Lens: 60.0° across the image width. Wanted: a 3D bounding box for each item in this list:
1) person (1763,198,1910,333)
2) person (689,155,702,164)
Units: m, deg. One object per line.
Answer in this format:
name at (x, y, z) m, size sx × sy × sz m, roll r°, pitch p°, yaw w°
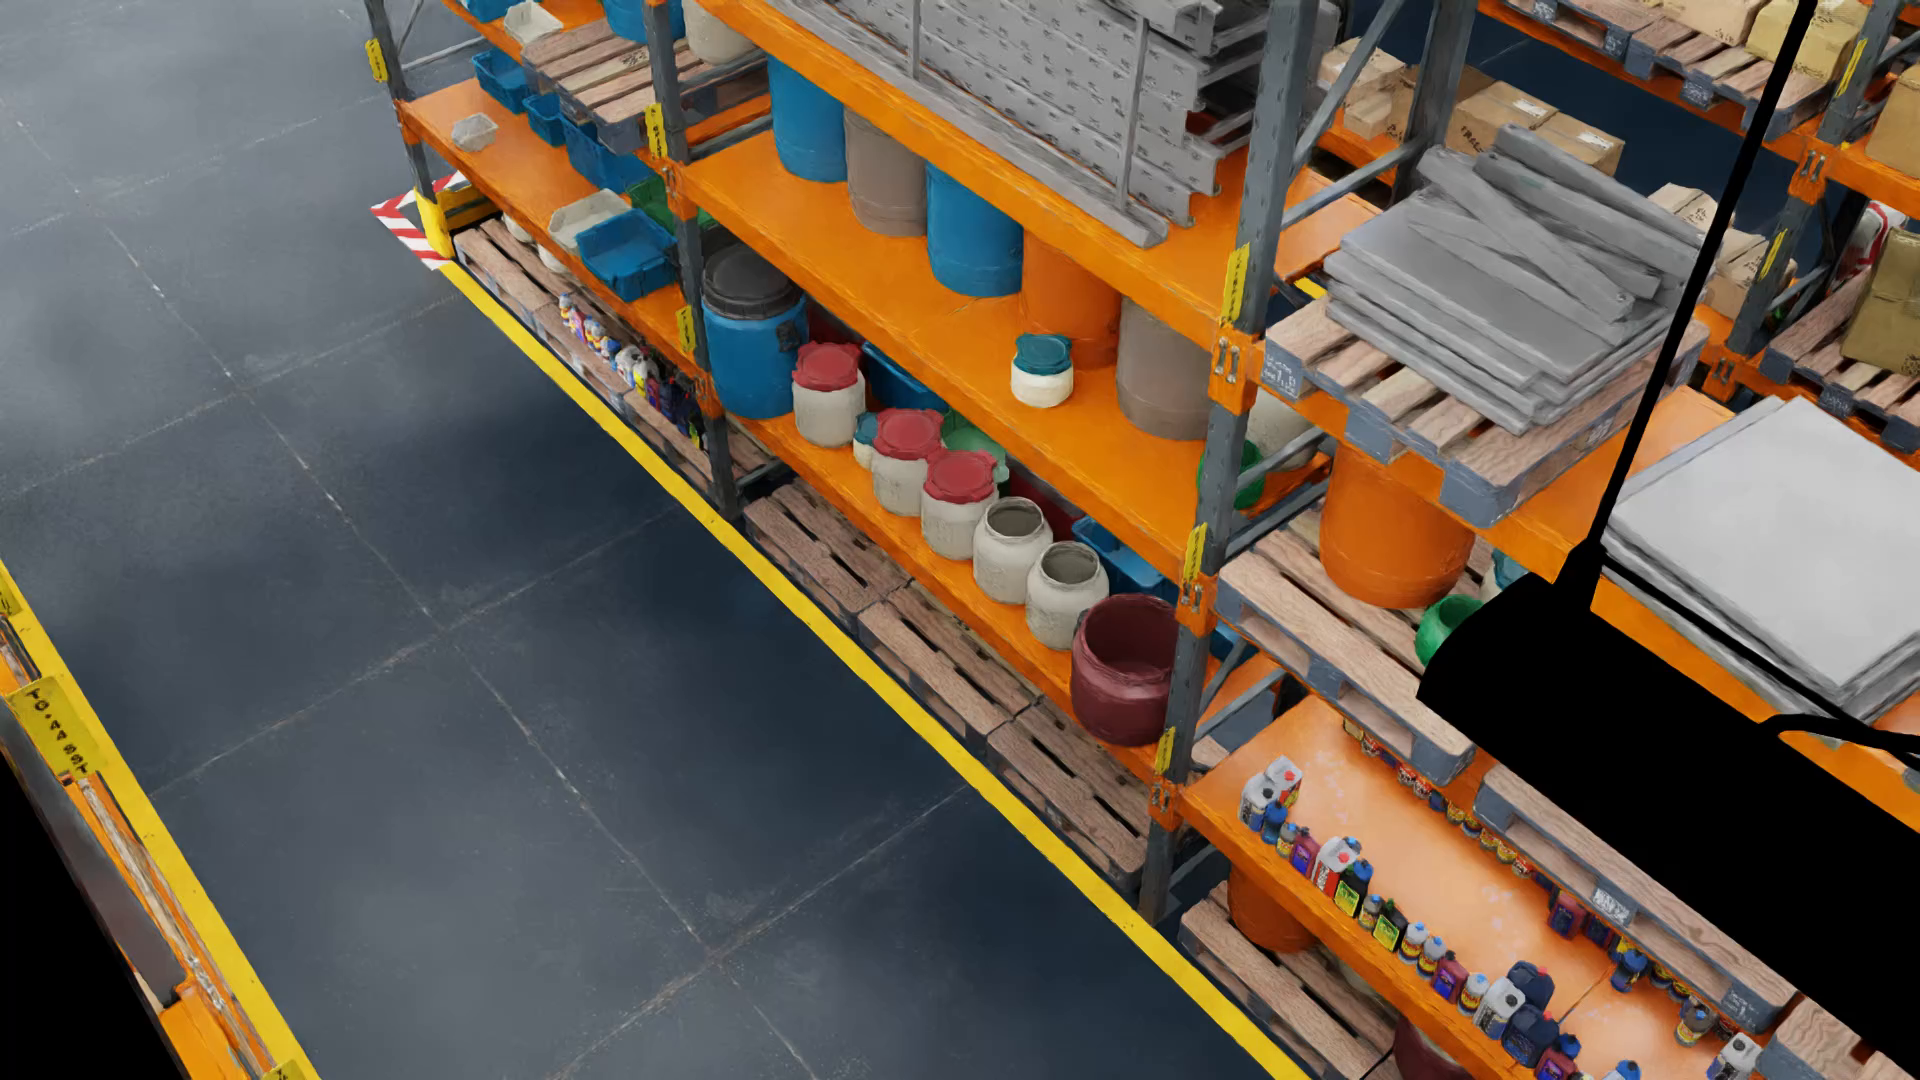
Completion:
person at (6.224, -1.927, 11.613) m, size 0.550 × 1.709 × 1.121 m, roll -33°, pitch 55°, yaw -28°
person at (-2.228, -3.671, 13.214) m, size 0.573 × 1.785 × 0.655 m, roll -9°, pitch 47°, yaw -9°
